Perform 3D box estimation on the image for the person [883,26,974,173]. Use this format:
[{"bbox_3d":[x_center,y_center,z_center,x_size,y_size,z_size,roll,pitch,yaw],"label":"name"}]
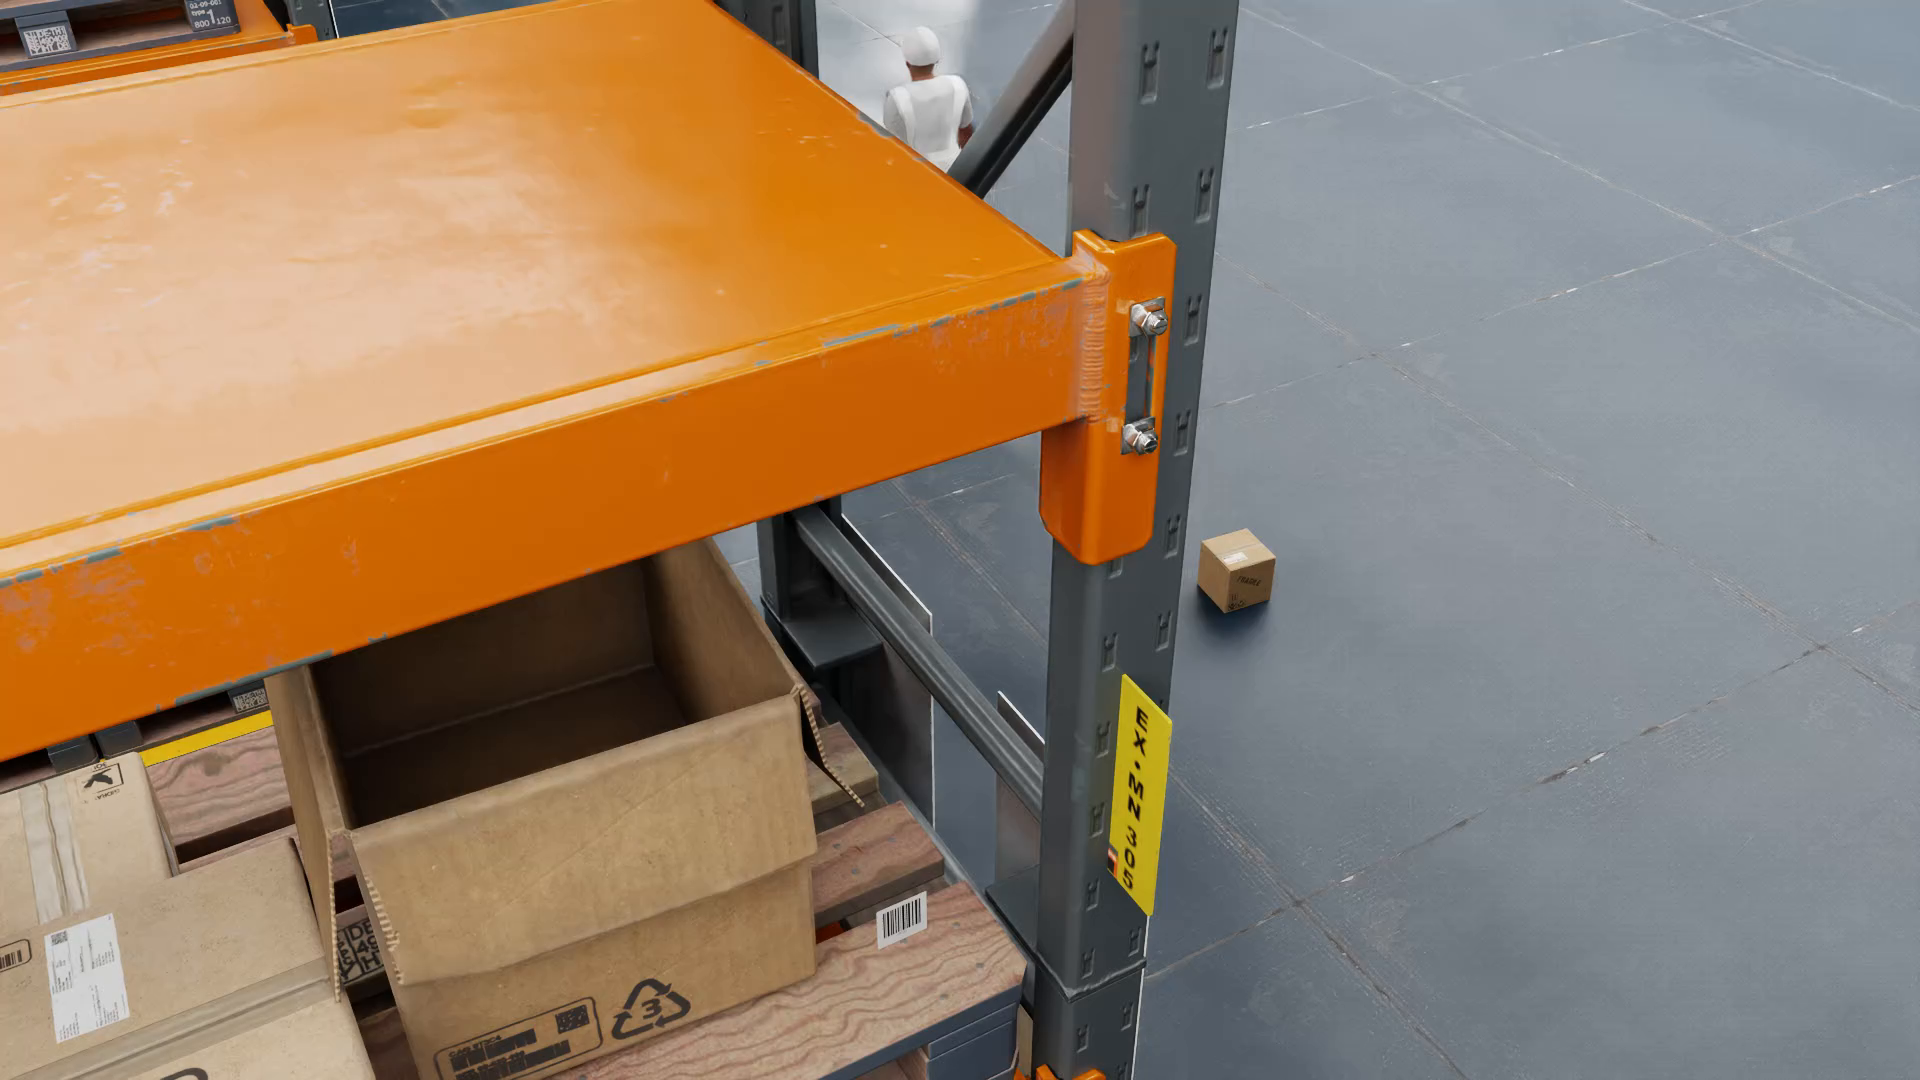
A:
[{"bbox_3d":[-0.201,-2.089,9.461,0.604,1.740,1.054,-12,38,-15],"label":"person"}]
